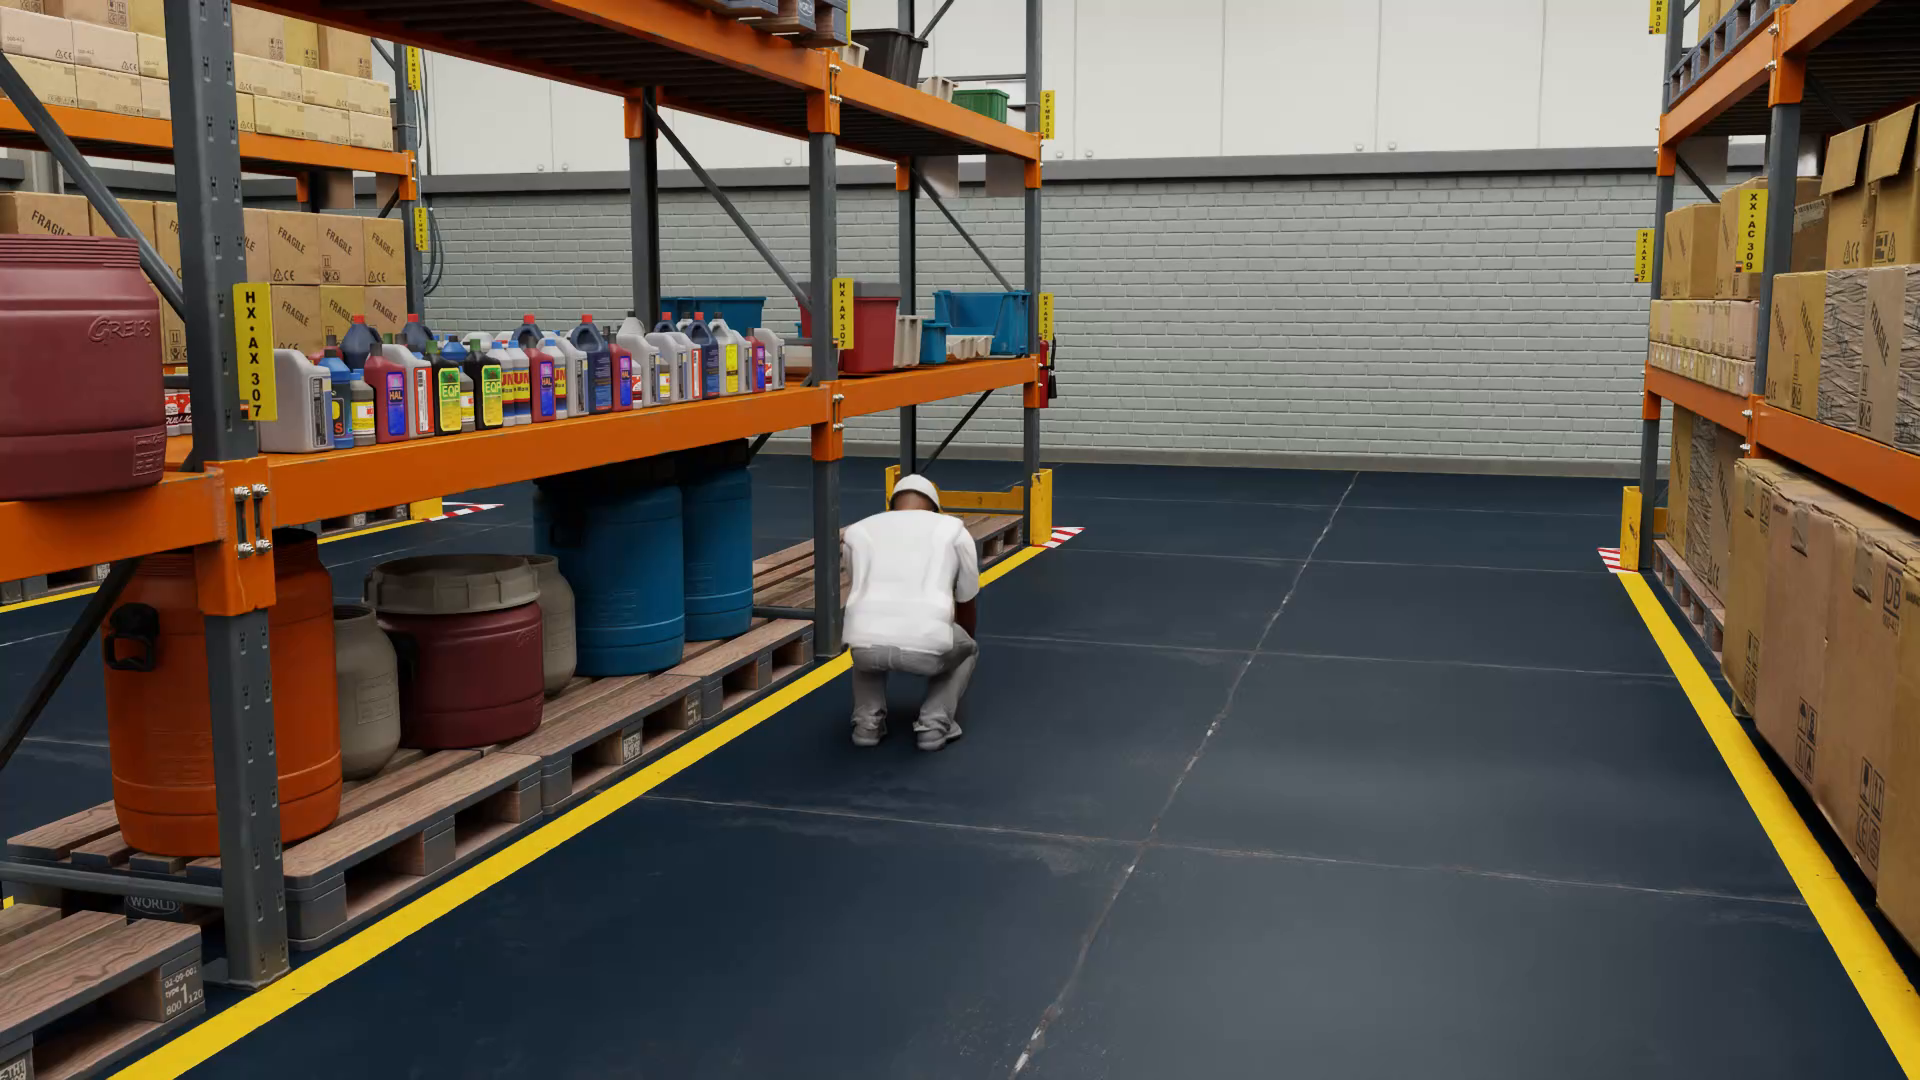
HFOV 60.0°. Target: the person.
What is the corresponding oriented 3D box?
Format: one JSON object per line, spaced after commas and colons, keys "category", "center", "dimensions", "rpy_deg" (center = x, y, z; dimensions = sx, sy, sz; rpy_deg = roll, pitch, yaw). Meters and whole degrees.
{"category": "person", "center": [-0.213, 0.266, 6.594], "dimensions": [0.550, 1.006, 0.912], "rpy_deg": [2, 8, 13]}
